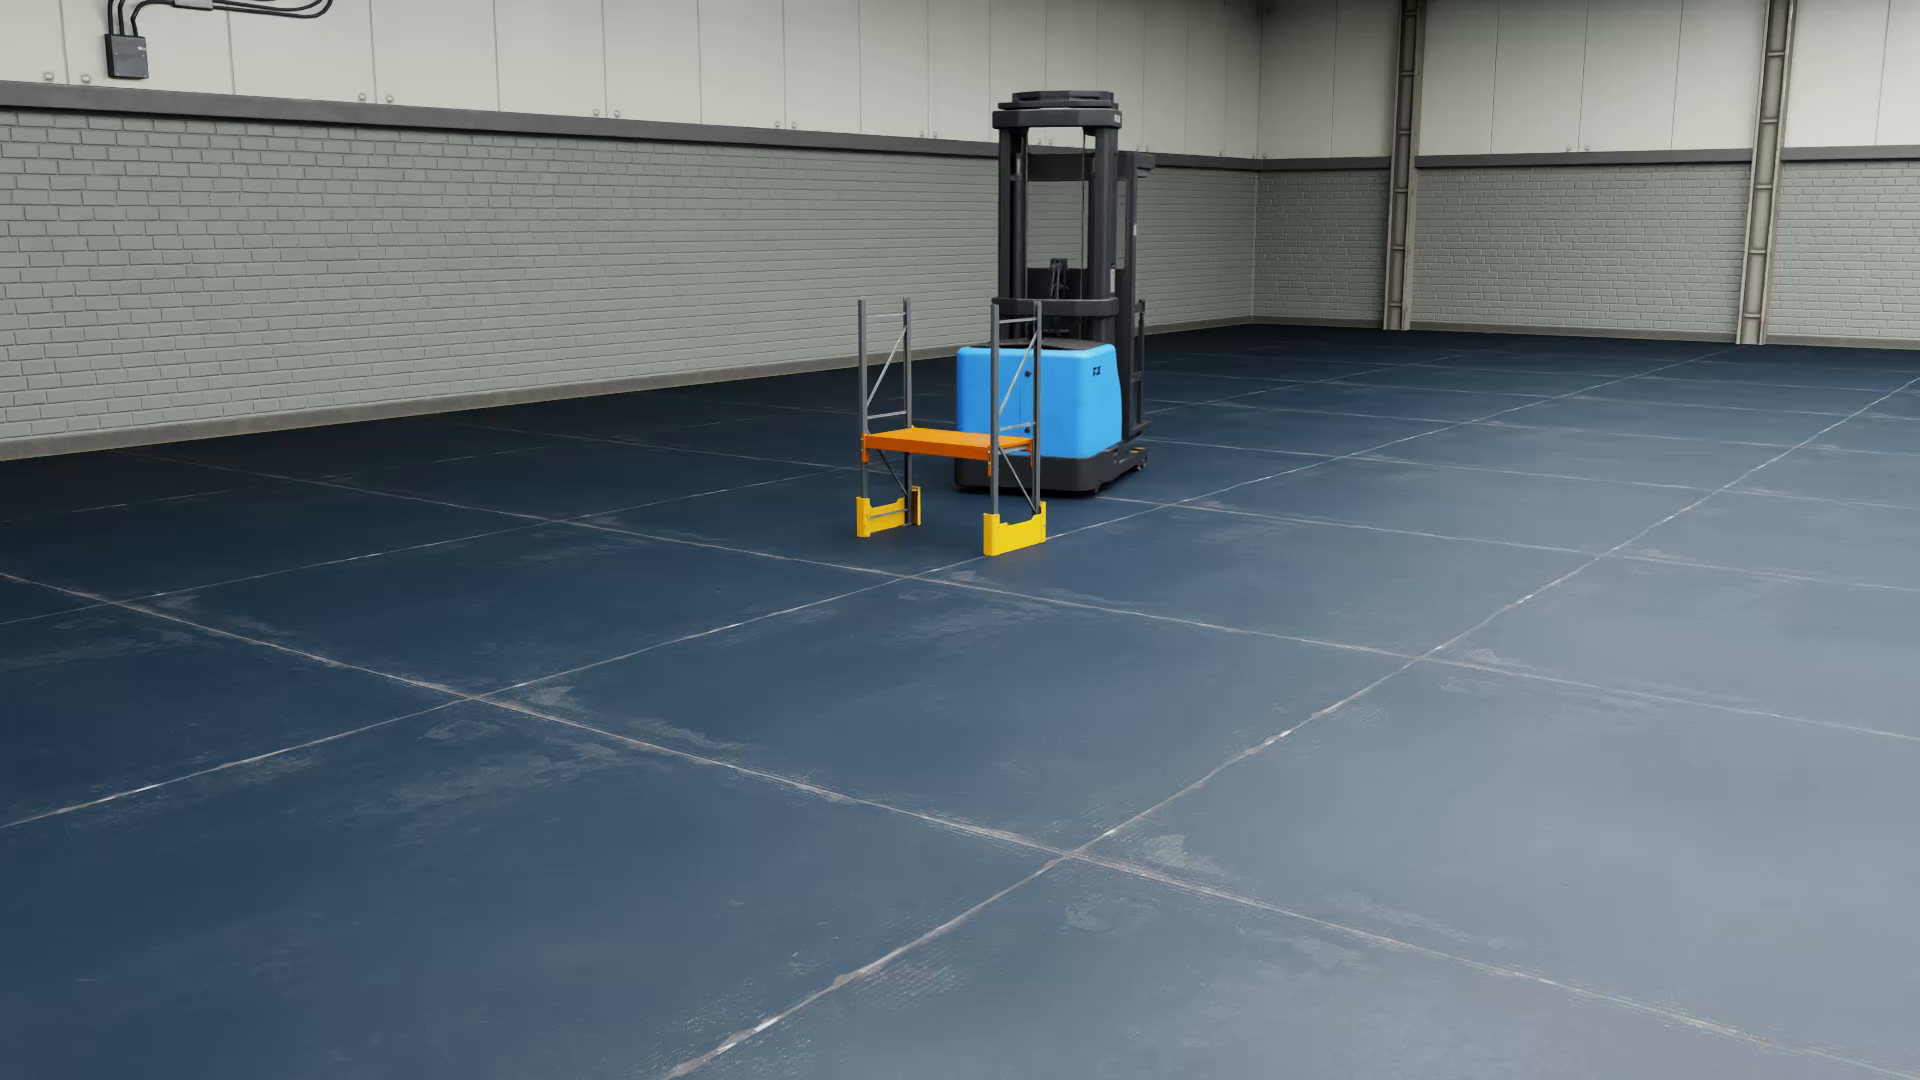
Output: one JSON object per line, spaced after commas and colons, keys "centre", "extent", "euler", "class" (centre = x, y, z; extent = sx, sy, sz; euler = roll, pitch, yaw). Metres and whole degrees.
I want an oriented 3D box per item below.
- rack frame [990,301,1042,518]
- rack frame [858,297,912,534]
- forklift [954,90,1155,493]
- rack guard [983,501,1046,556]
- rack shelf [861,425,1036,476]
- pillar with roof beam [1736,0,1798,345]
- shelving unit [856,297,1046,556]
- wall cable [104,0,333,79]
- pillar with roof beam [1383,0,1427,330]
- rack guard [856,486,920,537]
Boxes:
{"centre": [0.341, -0.689, 10.141], "extent": [0.032, 1.500, 0.500], "euler": [8, 13, 36], "class": "rack frame"}
{"centre": [-0.478, -0.803, 10.732], "extent": [0.032, 1.500, 0.500], "euler": [8, 13, 36], "class": "rack frame"}
{"centre": [0.910, -2.018, 13.243], "extent": [1.130, 2.935, 3.031], "euler": [4, 12, 18], "class": "forklift"}
{"centre": [0.340, -0.075, 10.261], "extent": [0.087, 0.250, 0.587], "euler": [8, 13, 36], "class": "rack guard"}
{"centre": [-0.069, -0.569, 10.471], "extent": [1.000, 0.185, 0.538], "euler": [8, 13, 36], "class": "rack shelf"}
{"centre": [10.289, -6.943, 22.729], "extent": [0.400, 9.000, 9.100], "euler": [8, 13, 36], "class": "pillar with roof beam"}
{"centre": [-0.061, -0.745, 10.432], "extent": [1.083, 1.500, 0.587], "euler": [8, 13, 36], "class": "shelving unit"}
{"centre": [-6.604, -7.110, 14.634], "extent": [0.169, 6.003, 2.305], "euler": [8, 13, 36], "class": "wall cable"}
{"centre": [5.453, -7.618, 26.216], "extent": [0.400, 9.000, 9.100], "euler": [8, 13, 36], "class": "pillar with roof beam"}
{"centre": [-0.463, -0.187, 10.840], "extent": [0.087, 0.250, 0.587], "euler": [8, 13, 36], "class": "rack guard"}
